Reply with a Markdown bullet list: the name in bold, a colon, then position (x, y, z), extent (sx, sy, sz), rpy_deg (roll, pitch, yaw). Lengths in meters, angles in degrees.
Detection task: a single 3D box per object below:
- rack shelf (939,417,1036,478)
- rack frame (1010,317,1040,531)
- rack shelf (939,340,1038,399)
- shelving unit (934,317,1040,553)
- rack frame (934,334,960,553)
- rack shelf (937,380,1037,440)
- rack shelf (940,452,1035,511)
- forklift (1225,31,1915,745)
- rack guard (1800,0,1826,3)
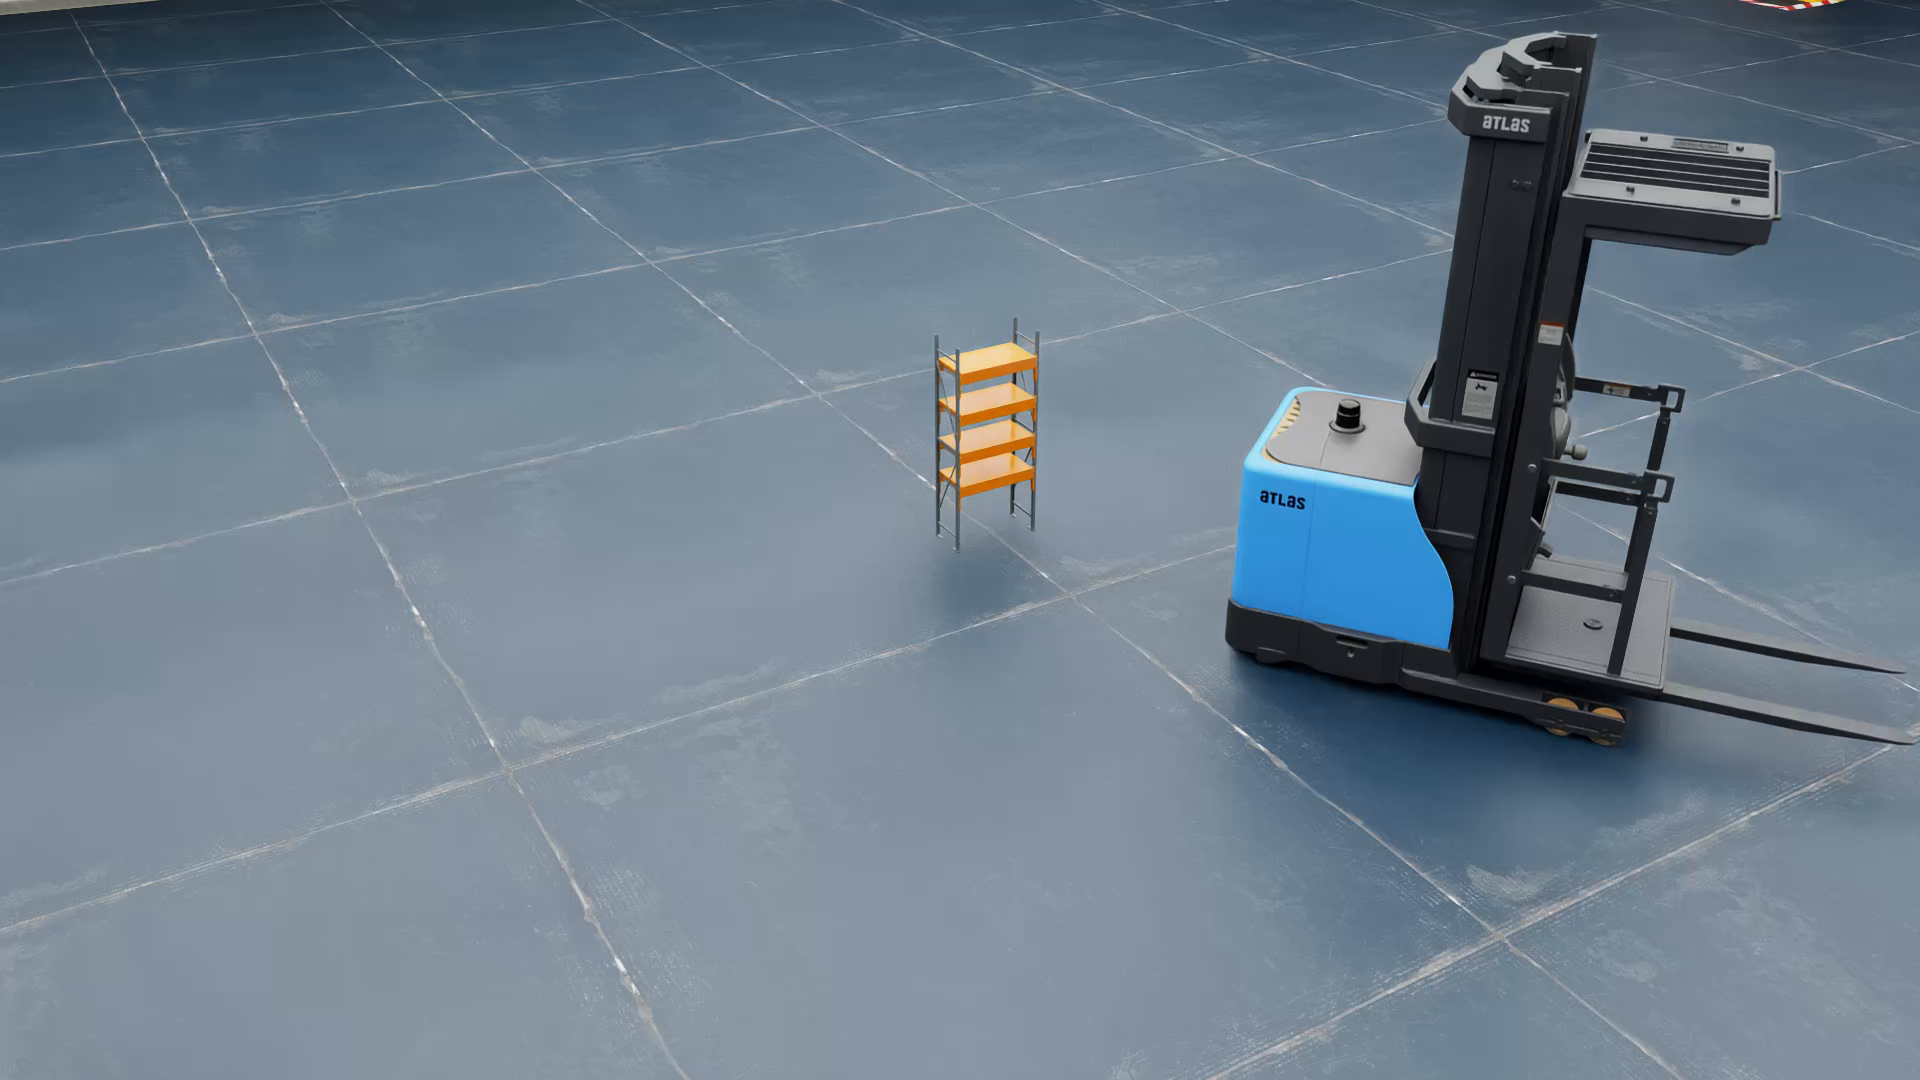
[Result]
- **rack shelf**: position (0.143, -0.507, 9.066), extent (0.480, 0.148, 0.258), rpy_deg (-16, 33, -26)
- **rack frame**: position (0.353, -0.626, 9.142), extent (0.015, 1.200, 0.240), rpy_deg (-16, 33, -26)
- **rack shelf**: position (0.143, -0.910, 8.844), extent (0.480, 0.148, 0.258), rpy_deg (-16, 33, -26)
- **shelving unit**: position (0.143, -0.566, 9.034), extent (0.503, 1.200, 0.258), rpy_deg (-16, 33, -26)
- **rack frame**: position (-0.068, -0.506, 8.925), extent (0.015, 1.200, 0.240), rpy_deg (-16, 33, -26)
- **rack shelf**: position (0.143, -0.703, 8.958), extent (0.480, 0.148, 0.258), rpy_deg (-16, 33, -26)
- **rack shelf**: position (0.143, -0.333, 9.162), extent (0.480, 0.148, 0.258), rpy_deg (-16, 33, -26)
- **forklift**: position (2.874, -0.644, 7.383), extent (3.031, 2.935, 1.130), rpy_deg (12, 31, 20)
- **rack guard**: position (11.276, -7.704, 22.692), extent (0.348, 0.500, 1.175), rpy_deg (-16, 33, -26)
